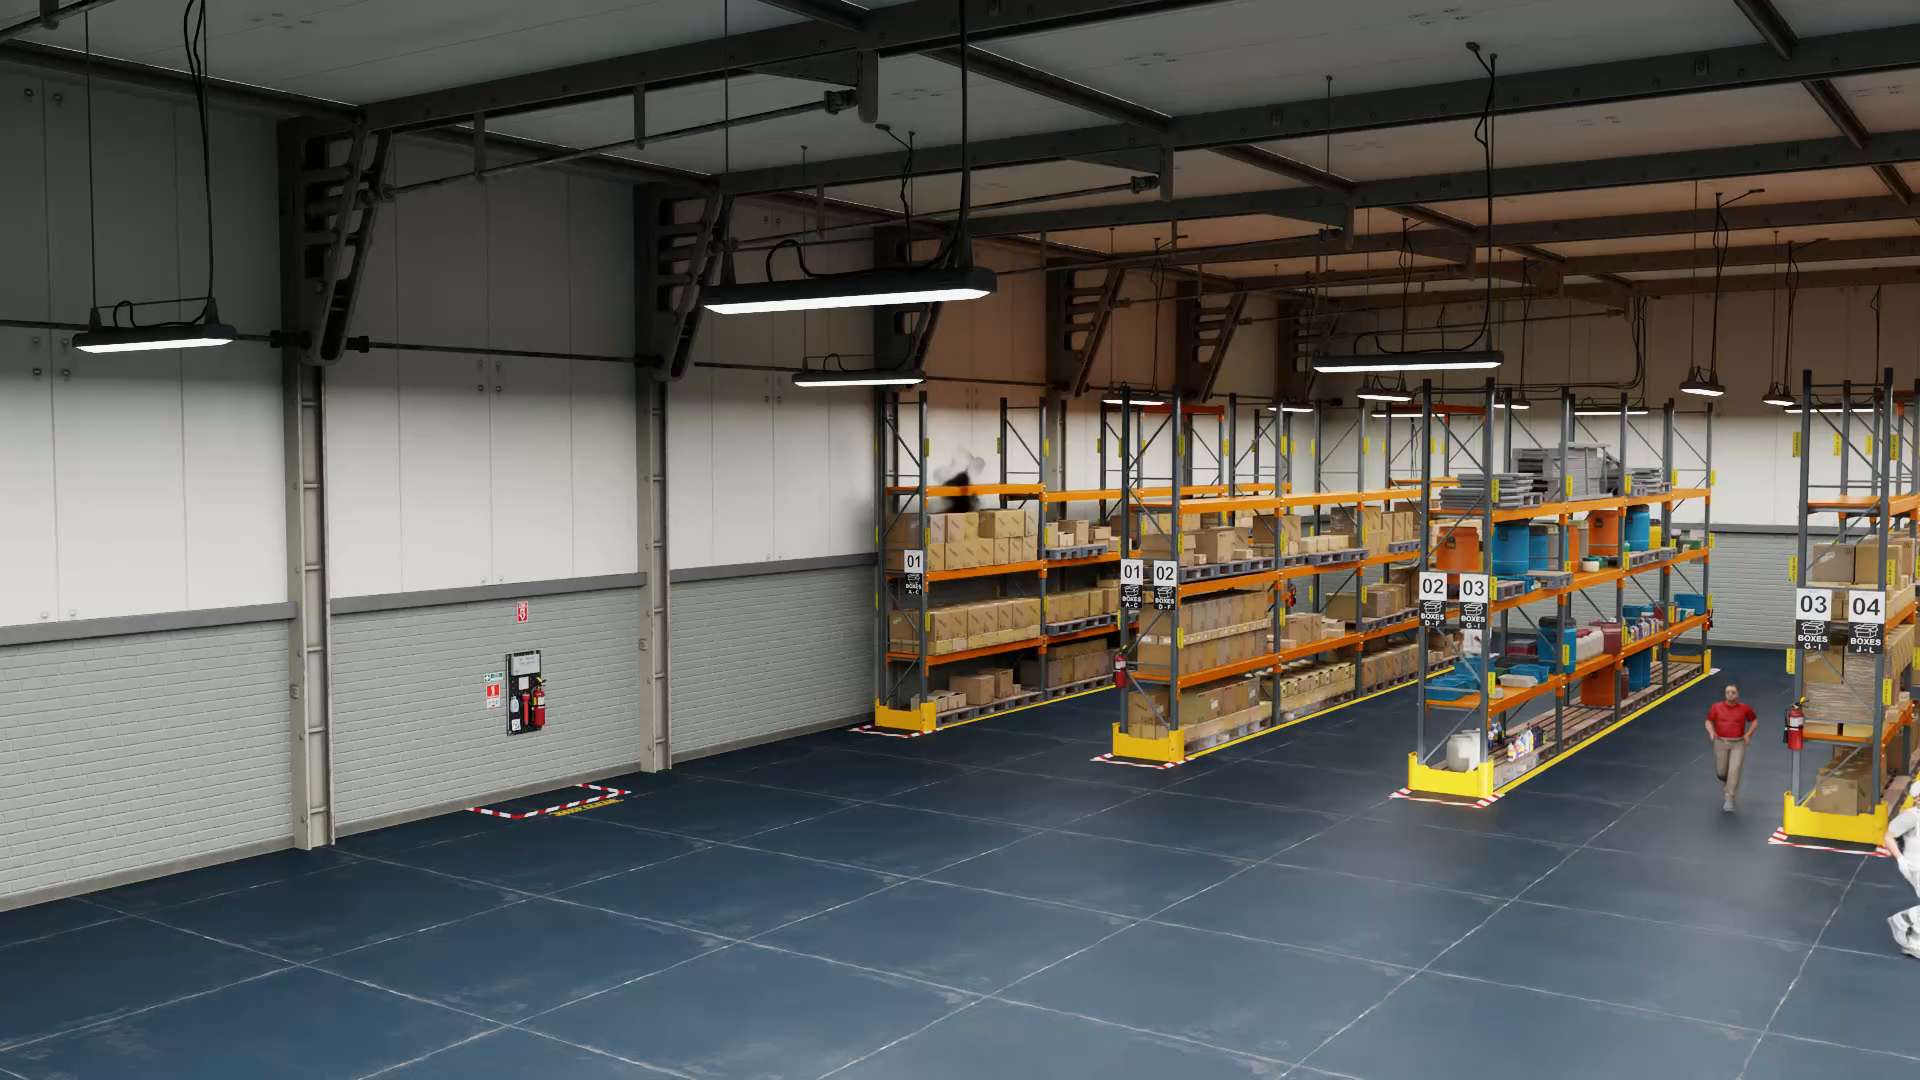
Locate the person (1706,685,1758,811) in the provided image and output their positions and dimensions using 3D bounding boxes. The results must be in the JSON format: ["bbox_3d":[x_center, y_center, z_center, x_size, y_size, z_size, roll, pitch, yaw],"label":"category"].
[{"bbox_3d":[10.771,2.878,23.233,0.663,1.717,0.816,2,4,29],"label":"person"}]

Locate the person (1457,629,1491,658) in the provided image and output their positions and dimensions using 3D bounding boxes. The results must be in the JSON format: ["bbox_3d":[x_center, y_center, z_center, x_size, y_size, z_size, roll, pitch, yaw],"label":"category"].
[{"bbox_3d":[10.311,2.273,33.363,0.670,1.828,0.757,1,3,25],"label":"person"}]

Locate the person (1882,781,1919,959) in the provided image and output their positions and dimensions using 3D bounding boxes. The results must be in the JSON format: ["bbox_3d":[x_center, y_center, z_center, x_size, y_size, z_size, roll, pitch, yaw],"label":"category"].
[{"bbox_3d":[9.432,3.228,16.233,0.653,1.742,0.587,-2,4,-28],"label":"person"}]
